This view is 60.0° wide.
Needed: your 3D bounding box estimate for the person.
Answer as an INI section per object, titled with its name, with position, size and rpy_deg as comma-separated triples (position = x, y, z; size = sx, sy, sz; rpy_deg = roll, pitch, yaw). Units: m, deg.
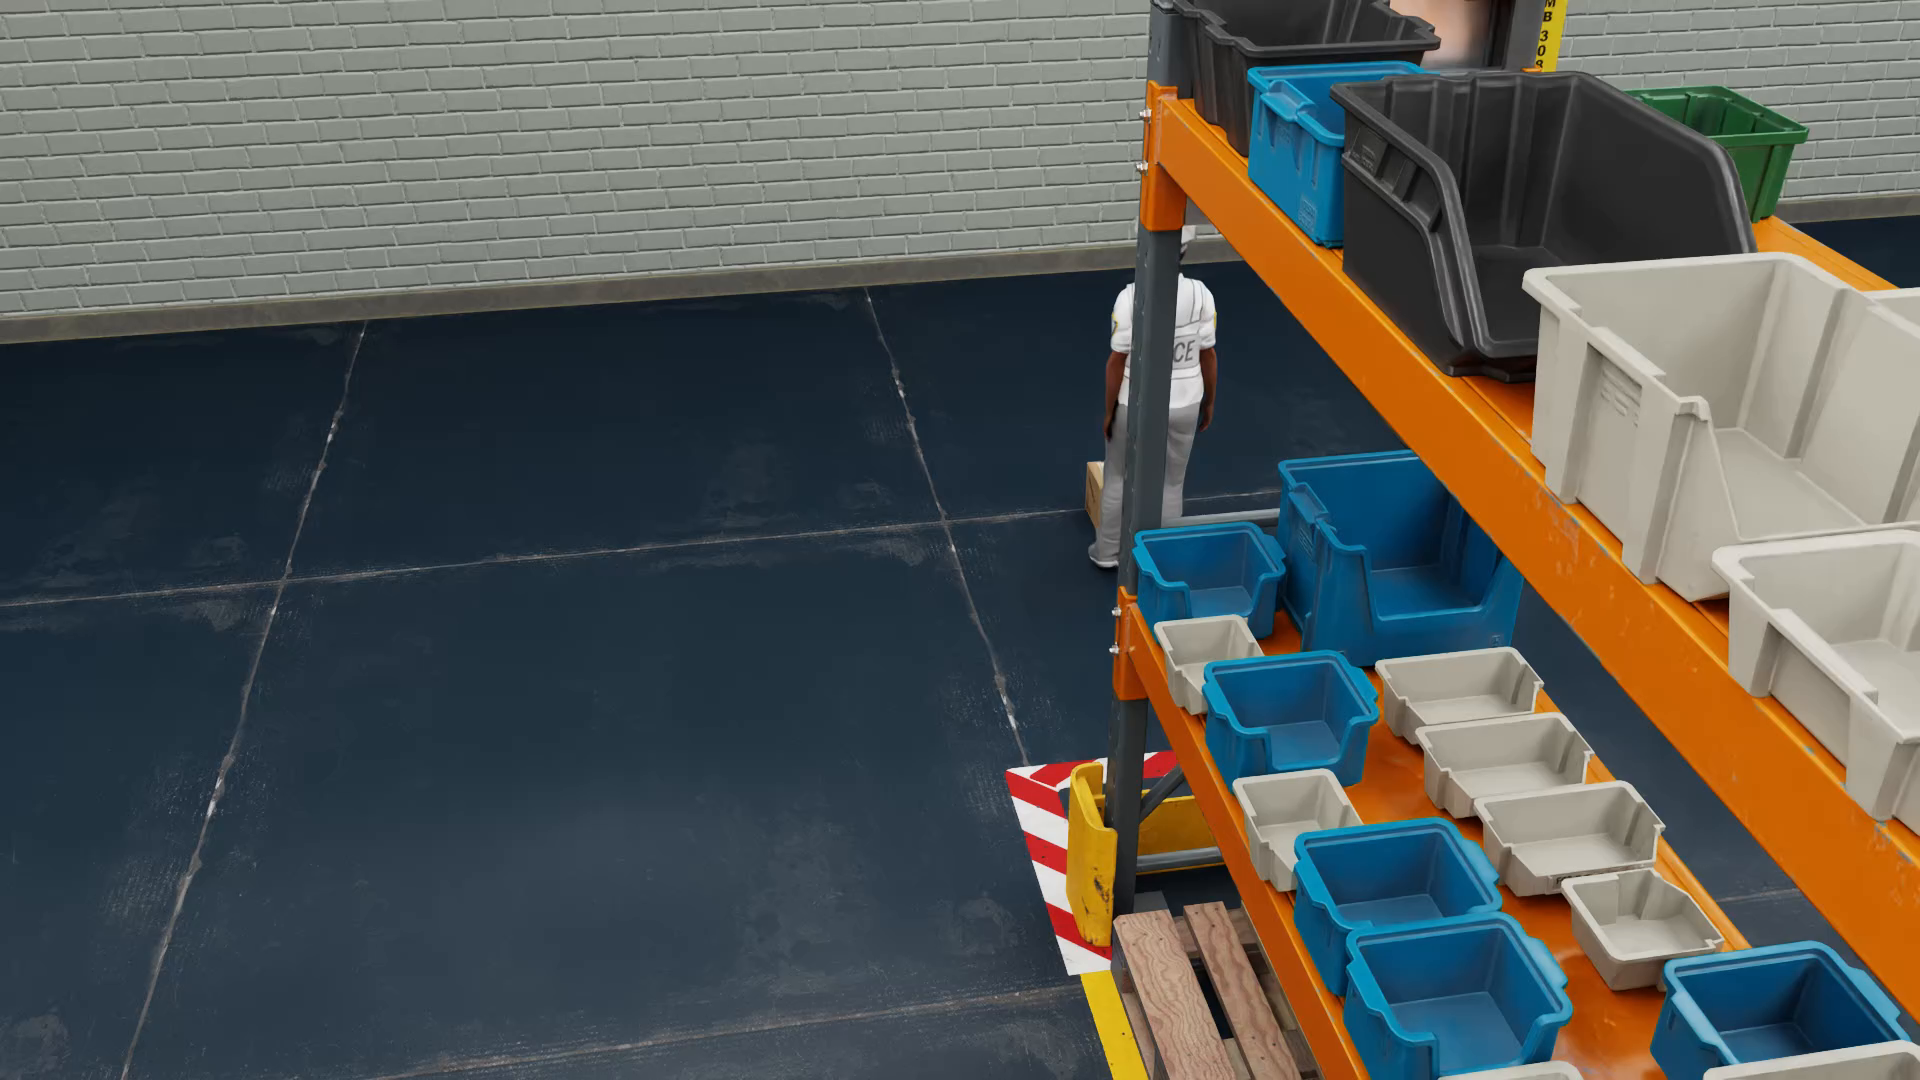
[person]
position = 0.835, -0.588, 7.127
size = 0.496, 1.714, 0.442
rpy_deg = -1, 31, -2
